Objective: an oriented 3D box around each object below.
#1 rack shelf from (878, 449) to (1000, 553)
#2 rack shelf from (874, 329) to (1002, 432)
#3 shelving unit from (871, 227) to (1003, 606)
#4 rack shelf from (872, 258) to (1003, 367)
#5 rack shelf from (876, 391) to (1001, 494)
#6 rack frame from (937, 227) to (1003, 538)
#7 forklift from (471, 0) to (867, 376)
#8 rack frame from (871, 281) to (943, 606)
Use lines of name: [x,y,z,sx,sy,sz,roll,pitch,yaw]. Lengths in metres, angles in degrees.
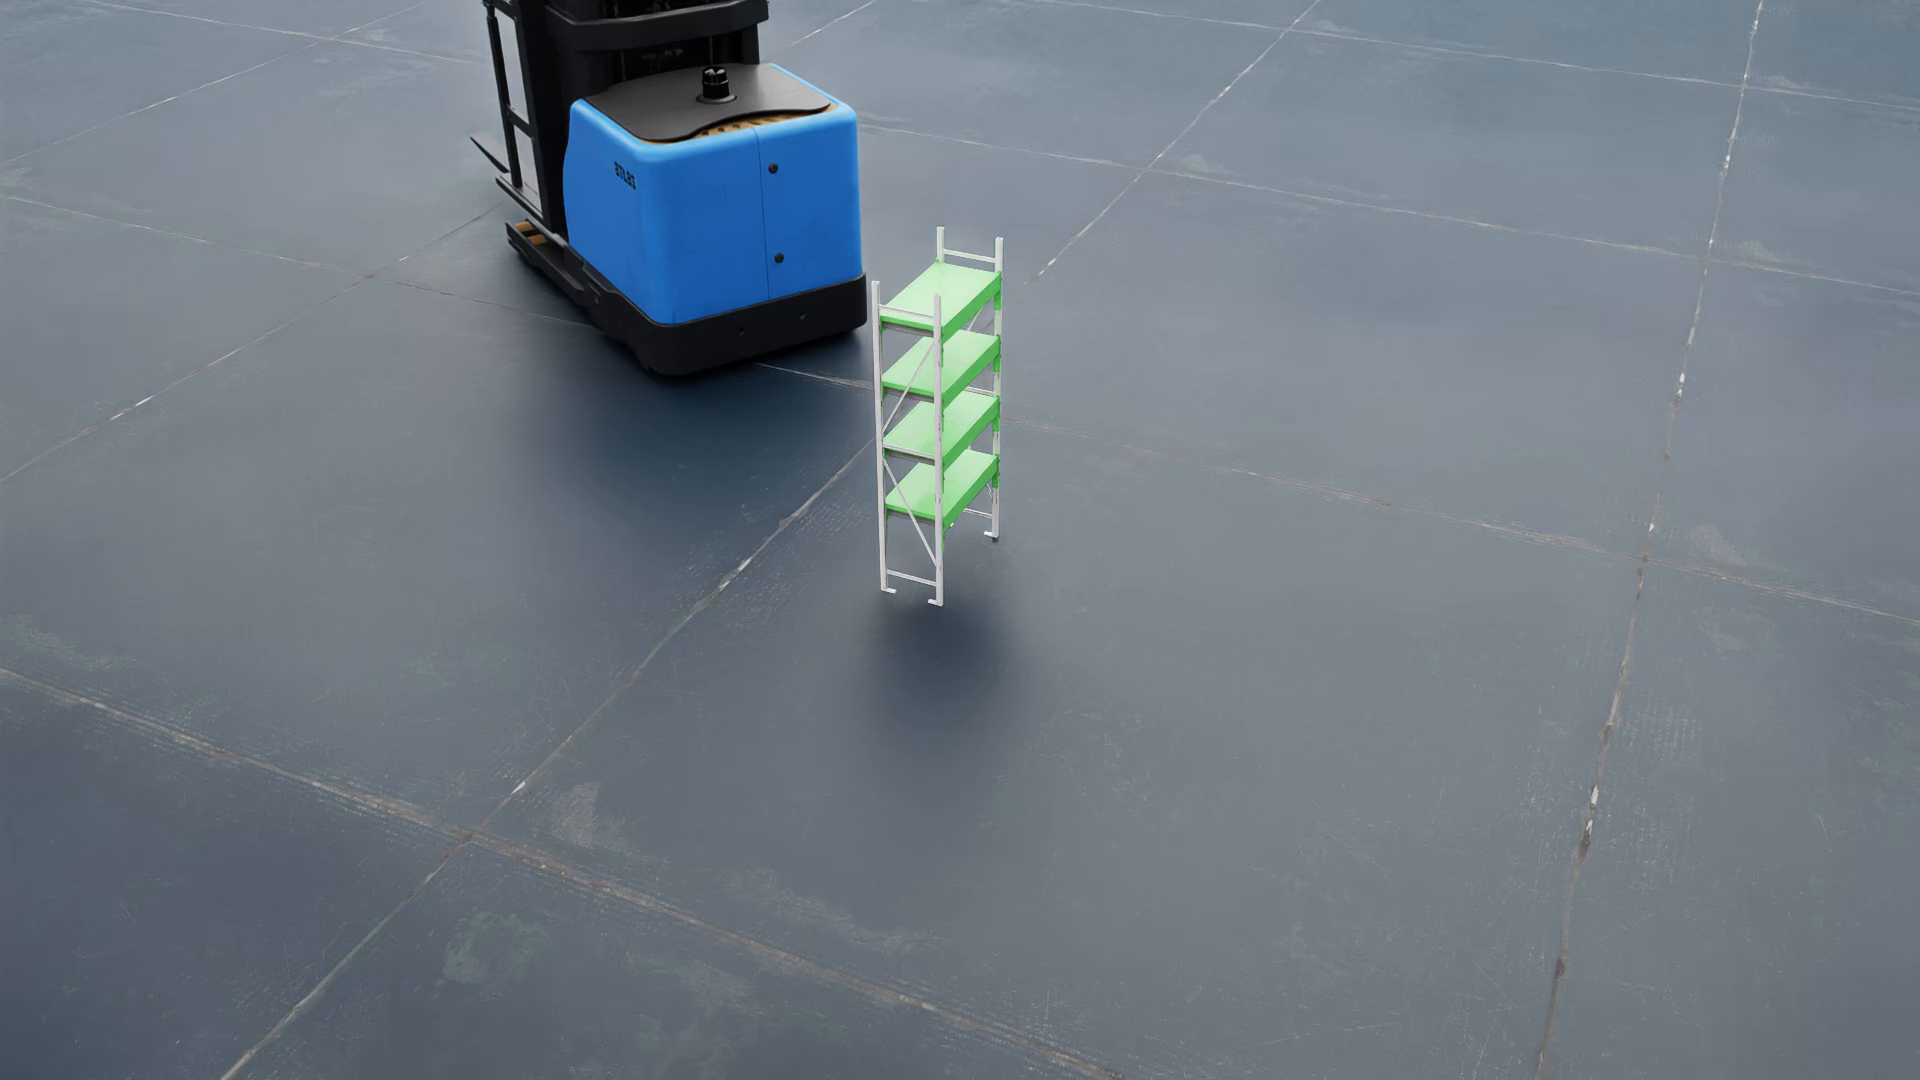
rack shelf: [-0.069,-0.165,5.962,0.258,0.148,0.480,14,36,20]
rack shelf: [-0.069,-0.567,5.699,0.258,0.148,0.480,14,36,20]
shelving unit: [-0.069,-0.419,5.795,0.258,1.200,0.503,14,36,20]
rack shelf: [-0.069,-0.767,5.567,0.258,0.148,0.480,14,36,20]
rack shelf: [-0.069,-0.366,5.830,0.258,0.148,0.480,14,36,20]
rack frame: [0.033,-0.541,5.981,0.240,1.200,0.015,14,36,20]
forklift: [-1.642,-2.709,7.708,1.130,2.935,3.031,-19,38,-27]
rack frame: [-0.171,-0.298,5.610,0.240,1.200,0.015,14,36,20]
